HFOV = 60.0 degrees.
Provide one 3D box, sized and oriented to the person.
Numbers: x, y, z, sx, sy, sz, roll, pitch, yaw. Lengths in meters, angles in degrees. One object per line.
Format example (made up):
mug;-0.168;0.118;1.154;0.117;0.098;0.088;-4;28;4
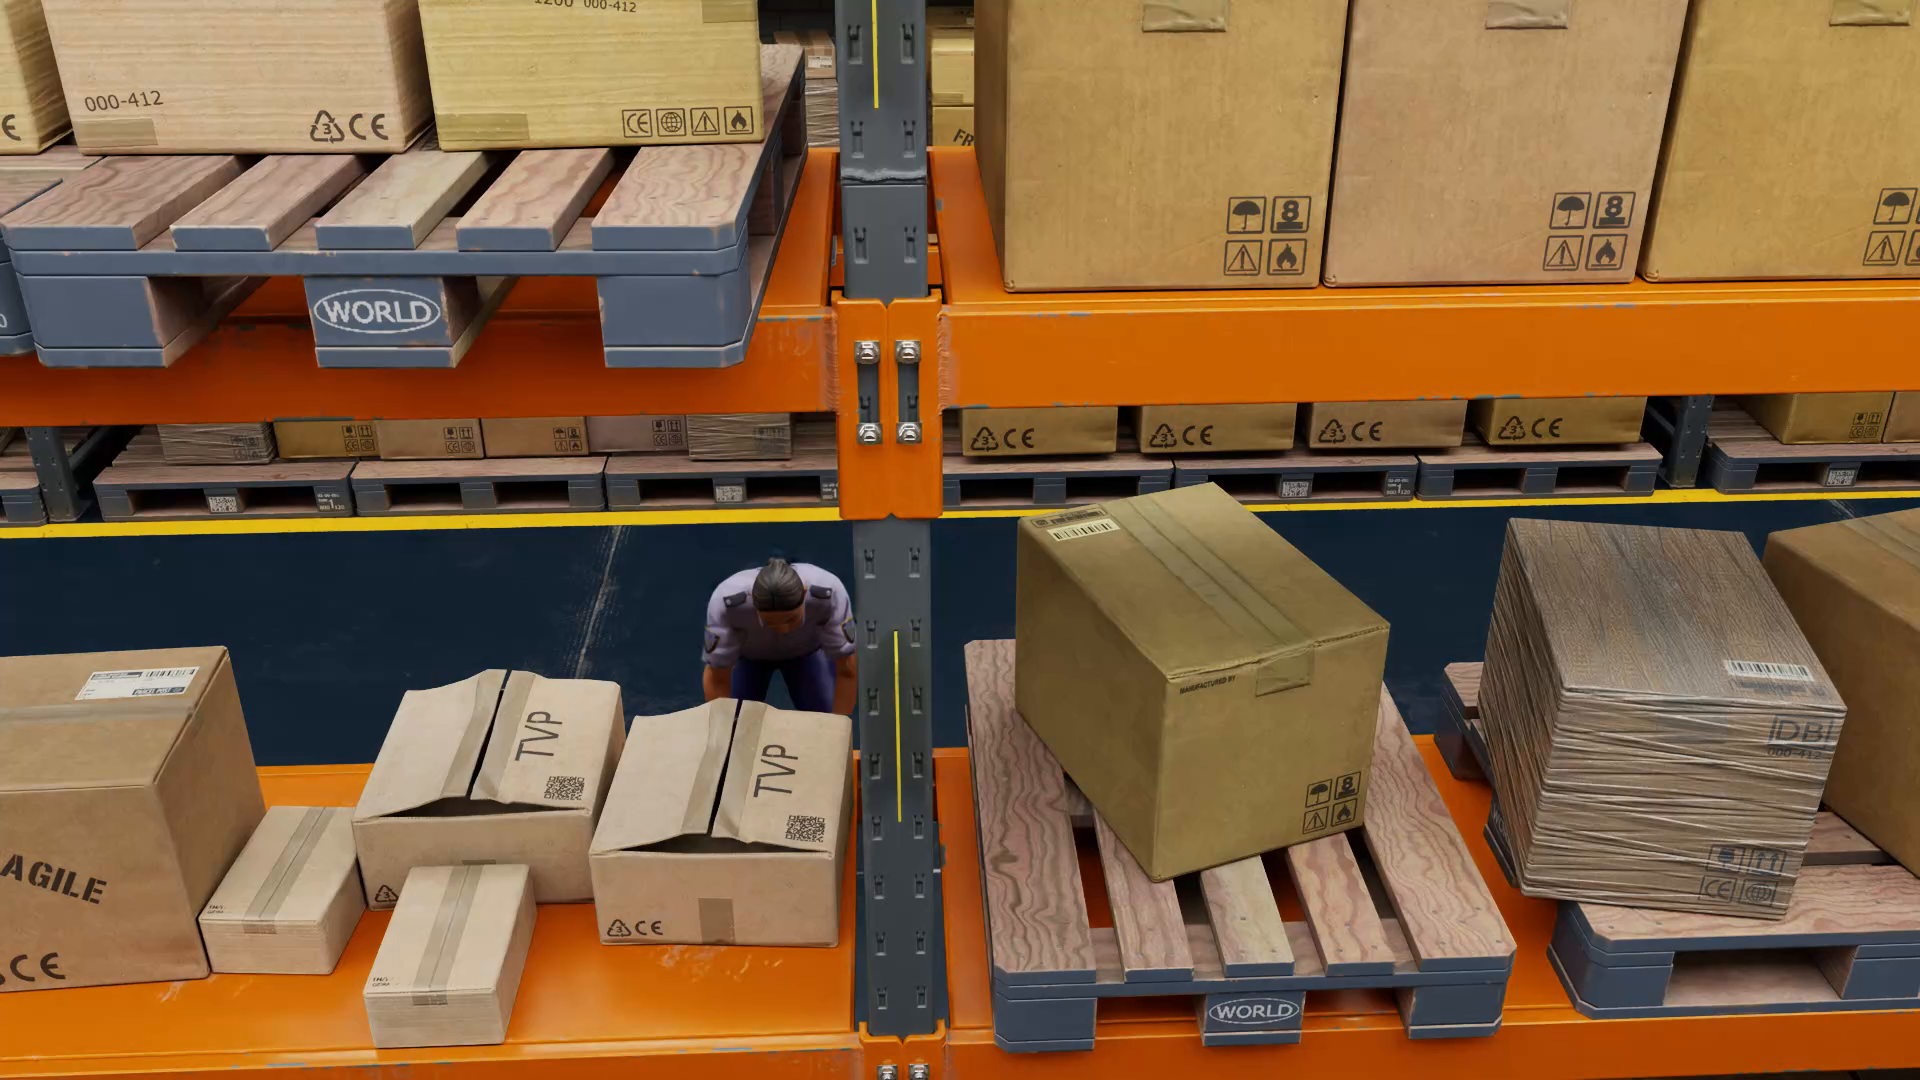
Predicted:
person;-0.597;0.502;5.669;0.537;1.202;0.670;-2;28;-3
